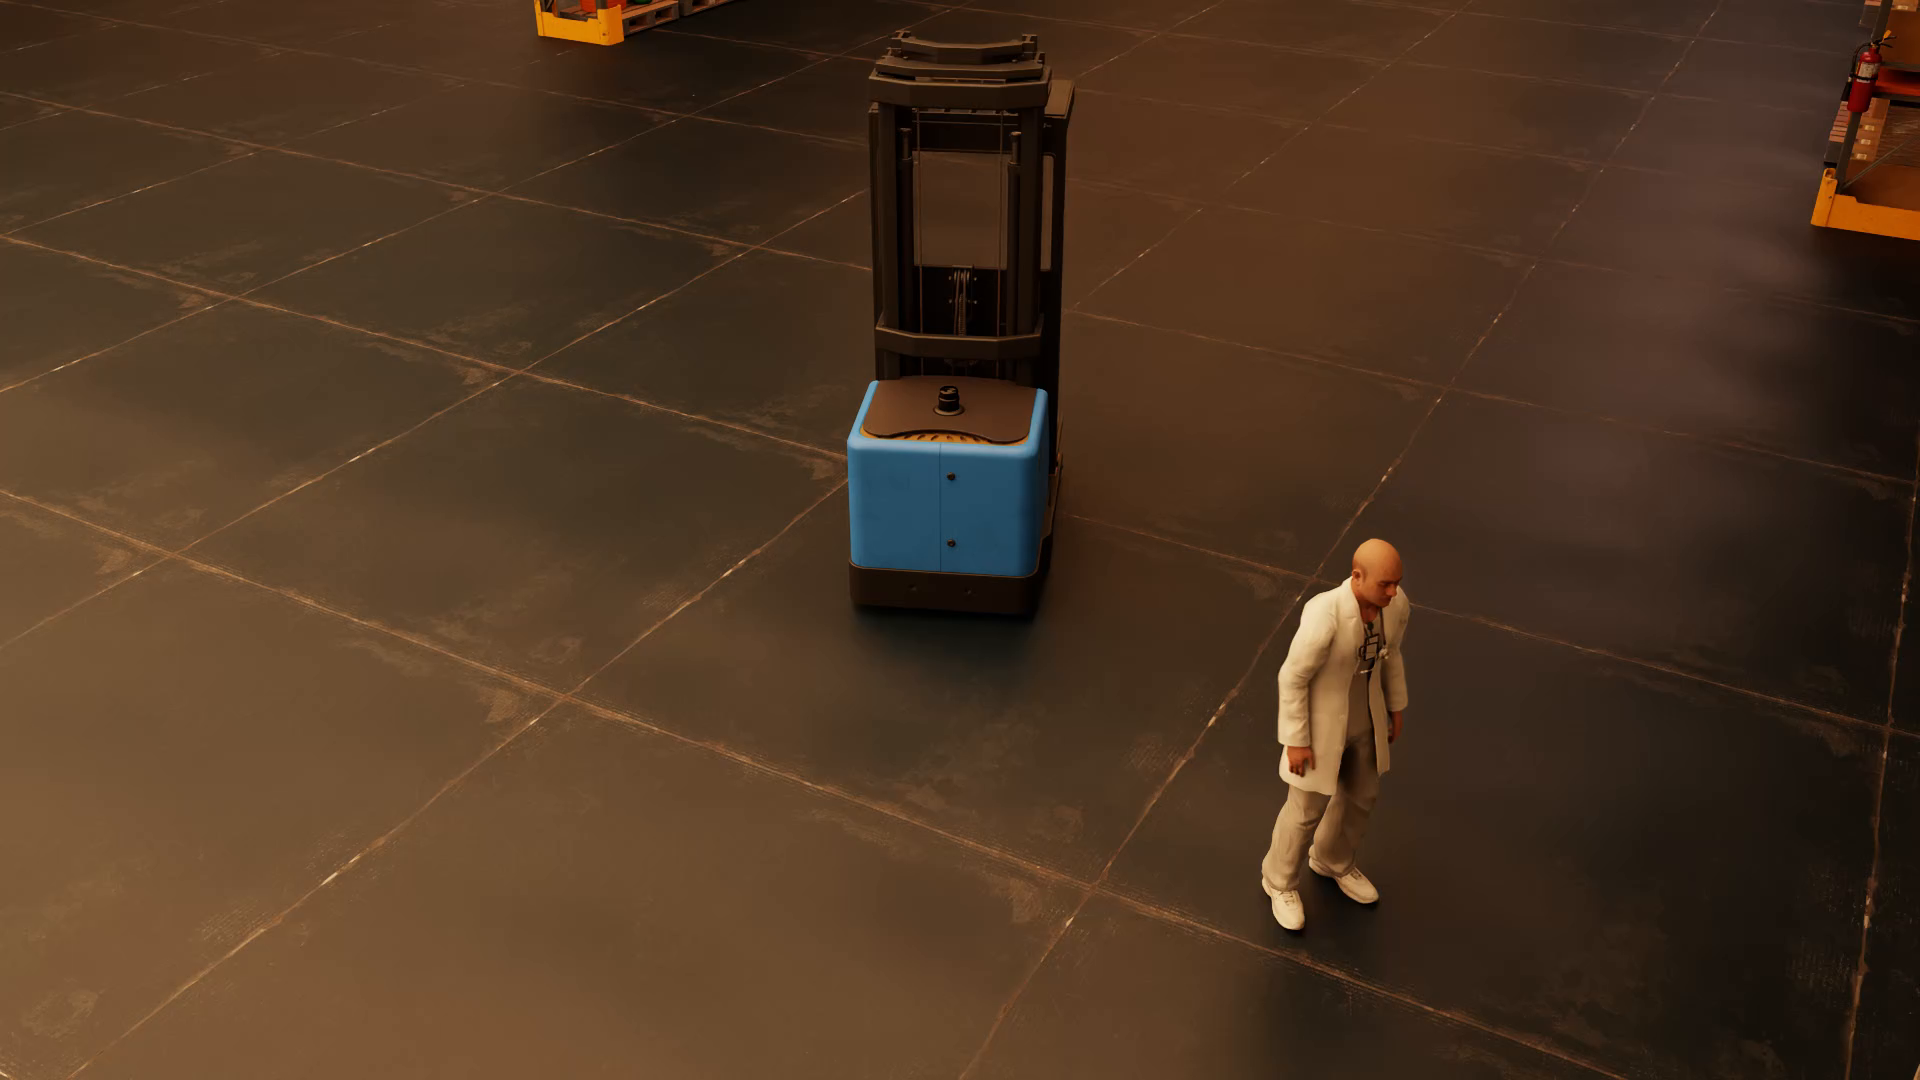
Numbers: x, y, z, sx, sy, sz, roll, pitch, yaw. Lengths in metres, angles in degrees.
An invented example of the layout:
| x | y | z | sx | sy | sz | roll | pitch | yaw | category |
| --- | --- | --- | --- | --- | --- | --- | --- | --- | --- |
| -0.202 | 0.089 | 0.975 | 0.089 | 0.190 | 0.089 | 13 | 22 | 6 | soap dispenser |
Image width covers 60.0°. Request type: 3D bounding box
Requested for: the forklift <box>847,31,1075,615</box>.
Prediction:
| x | y | z | sx | sy | sz | roll | pitch | yaw | category |
| --- | --- | --- | --- | --- | --- | --- | --- | --- | --- |
| 0.072 | -1.572 | 9.794 | 1.130 | 2.935 | 3.031 | 3 | 30 | 6 | forklift |

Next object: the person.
| x | y | z | sx | sy | sz | roll | pitch | yaw | category |
| --- | --- | --- | --- | --- | --- | --- | --- | --- | --- |
| 1.588 | 0.767 | 6.900 | 0.654 | 1.774 | 0.429 | -15 | 33 | -24 | person |
